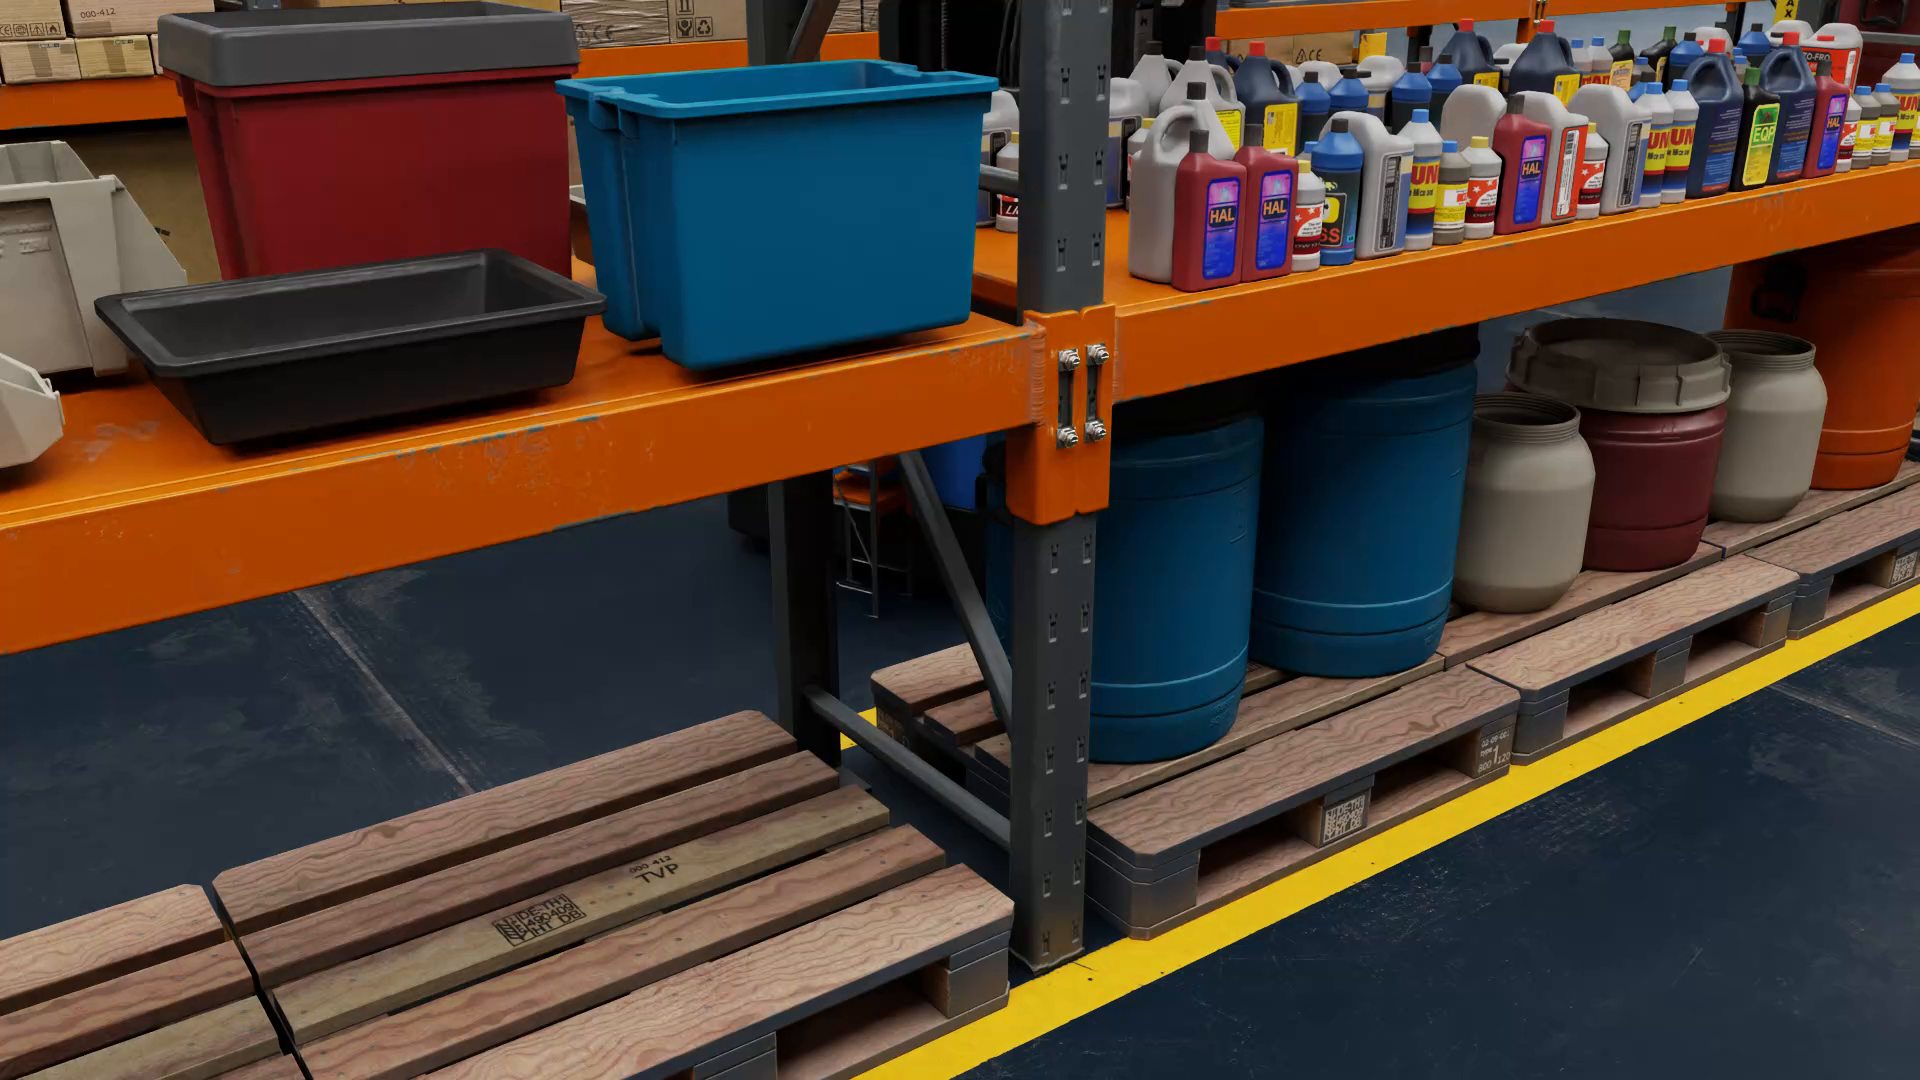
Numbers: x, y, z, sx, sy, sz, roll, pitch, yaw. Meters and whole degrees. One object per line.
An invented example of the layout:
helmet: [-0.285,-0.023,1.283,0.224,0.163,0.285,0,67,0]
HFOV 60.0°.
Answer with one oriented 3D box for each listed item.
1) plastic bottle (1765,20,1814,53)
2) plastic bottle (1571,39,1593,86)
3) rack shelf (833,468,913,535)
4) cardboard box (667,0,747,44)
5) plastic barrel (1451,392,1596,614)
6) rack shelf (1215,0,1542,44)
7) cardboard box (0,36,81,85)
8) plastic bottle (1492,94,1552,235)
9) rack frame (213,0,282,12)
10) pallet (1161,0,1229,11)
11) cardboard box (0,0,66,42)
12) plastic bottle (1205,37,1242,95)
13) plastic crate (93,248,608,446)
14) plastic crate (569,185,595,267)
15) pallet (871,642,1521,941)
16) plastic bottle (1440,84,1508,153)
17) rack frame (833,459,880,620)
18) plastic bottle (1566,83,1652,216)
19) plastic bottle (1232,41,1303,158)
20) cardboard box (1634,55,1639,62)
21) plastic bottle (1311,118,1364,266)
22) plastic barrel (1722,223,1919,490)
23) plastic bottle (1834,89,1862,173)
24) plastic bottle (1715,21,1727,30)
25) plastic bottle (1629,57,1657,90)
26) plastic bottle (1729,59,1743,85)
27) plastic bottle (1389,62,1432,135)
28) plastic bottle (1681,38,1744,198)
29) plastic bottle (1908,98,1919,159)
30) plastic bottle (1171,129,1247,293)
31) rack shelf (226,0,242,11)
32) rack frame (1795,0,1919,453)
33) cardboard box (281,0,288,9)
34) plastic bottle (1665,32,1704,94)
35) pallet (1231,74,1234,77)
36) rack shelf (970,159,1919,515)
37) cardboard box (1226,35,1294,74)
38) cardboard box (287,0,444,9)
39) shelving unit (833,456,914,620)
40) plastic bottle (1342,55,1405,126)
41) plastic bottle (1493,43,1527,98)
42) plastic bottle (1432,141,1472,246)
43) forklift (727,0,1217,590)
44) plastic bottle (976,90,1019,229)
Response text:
plastic bottle: [2.612,-1.513,5.309,0.135,0.276,0.152,-15,26,-33]
plastic bottle: [1.752,-1.294,4.766,0.097,0.271,0.097,0,22,0]
rack shelf: [-0.289,-0.113,4.829,0.258,0.103,0.180,13,25,29]
cardboard box: [-1.238,-2.593,7.712,0.500,0.500,0.500,-14,26,-32]
plastic barrel: [1.442,-0.102,4.395,0.421,0.512,0.421,0,22,0]
rack shelf: [1.883,-3.156,10.229,4.000,0.370,1.077,-15,26,-33]
cardboard box: [-3.461,-1.799,6.196,0.250,0.149,0.380,-15,26,-34]
plastic bottle: [1.173,-0.791,3.488,0.133,0.283,0.061,-15,26,-33]
rack frame: [-2.987,-2.192,6.841,0.127,3.000,1.000,-15,26,-33]
pallet: [0.776,-3.155,9.513,1.003,0.211,1.213,-15,26,-33]
cardboard box: [-3.611,-1.973,6.094,0.500,0.250,0.500,-14,26,-31]
plastic bottle: [0.610,-1.016,3.962,0.185,0.351,0.144,-15,26,-33]
plastic crate: [-0.846,-0.278,2.337,0.590,0.125,0.437,-15,26,-33]
plastic crate: [-0.556,-0.549,3.000,0.243,0.136,0.396,-15,26,-33]
pallet: [0.556,0.439,4.011,1.213,0.211,1.003,-15,26,-33]
plastic bottle: [1.166,-0.876,3.711,0.135,0.276,0.152,-15,26,-33]
rack frame: [-0.337,-0.349,4.651,0.240,1.200,0.006,13,25,29]
plastic bottle: [1.443,-0.880,3.722,0.135,0.276,0.152,-15,26,-33]
plastic bottle: [0.695,-0.973,3.853,0.185,0.351,0.144,-15,26,-33]
cardboard box: [5.252,-3.423,12.734,0.500,0.500,0.500,-12,25,-28]
plastic bottle: [0.722,-0.673,3.210,0.097,0.271,0.097,0,22,0]
plastic barrel: [2.765,-0.643,5.323,0.708,0.830,0.600,-15,26,-33]
plastic bottle: [2.228,-1.042,4.229,0.097,0.201,0.097,0,22,0]
plastic bottle: [2.319,-1.459,5.163,0.133,0.283,0.061,-15,26,-33]
plastic bottle: [2.018,-1.333,4.957,0.097,0.201,0.097,0,22,0]
plastic bottle: [1.911,-1.053,4.146,0.133,0.283,0.061,-15,26,-33]
plastic bottle: [1.128,-1.058,4.175,0.097,0.271,0.097,0,22,0]
plastic bottle: [1.733,-0.990,3.897,0.185,0.351,0.144,-15,26,-33]
plastic bottle: [2.544,-1.126,4.440,0.097,0.201,0.097,0,22,0]
plastic bottle: [0.452,-0.598,3.006,0.133,0.283,0.061,-15,26,-33]
rack shelf: [-4.179,-3.804,11.854,4.000,0.370,1.077,-15,26,-33]
rack frame: [3.152,-1.567,5.277,0.127,3.000,1.000,-15,26,-33]
cardboard box: [-2.767,-2.421,7.282,0.500,0.500,0.500,-15,26,-33]
plastic bottle: [2.162,-1.376,4.970,0.097,0.271,0.097,0,22,0]
pallet: [2.346,-4.549,16.511,1.213,0.211,1.003,-15,26,-33]
rack shelf: [1.529,-0.800,4.325,4.000,0.370,1.077,-15,26,-33]
cardboard box: [2.714,-5.153,16.564,0.875,0.875,0.875,-15,26,-34]
cardboard box: [-2.468,-2.262,6.884,0.500,0.500,0.500,-15,26,-33]
shelving unit: [-0.289,-0.378,4.724,0.258,1.200,0.189,13,25,29]
plastic bottle: [1.040,-1.094,4.258,0.135,0.276,0.152,-15,26,-33]
plastic bottle: [1.486,-1.213,4.556,0.135,0.276,0.152,-15,26,-33]
plastic bottle: [0.990,-0.712,3.401,0.097,0.201,0.097,0,22,0]
forklift: [0.456,-1.713,5.735,1.130,2.935,3.031,13,25,29]
plastic bottle: [0.036,-0.826,3.587,0.135,0.276,0.152,-15,26,-33]
